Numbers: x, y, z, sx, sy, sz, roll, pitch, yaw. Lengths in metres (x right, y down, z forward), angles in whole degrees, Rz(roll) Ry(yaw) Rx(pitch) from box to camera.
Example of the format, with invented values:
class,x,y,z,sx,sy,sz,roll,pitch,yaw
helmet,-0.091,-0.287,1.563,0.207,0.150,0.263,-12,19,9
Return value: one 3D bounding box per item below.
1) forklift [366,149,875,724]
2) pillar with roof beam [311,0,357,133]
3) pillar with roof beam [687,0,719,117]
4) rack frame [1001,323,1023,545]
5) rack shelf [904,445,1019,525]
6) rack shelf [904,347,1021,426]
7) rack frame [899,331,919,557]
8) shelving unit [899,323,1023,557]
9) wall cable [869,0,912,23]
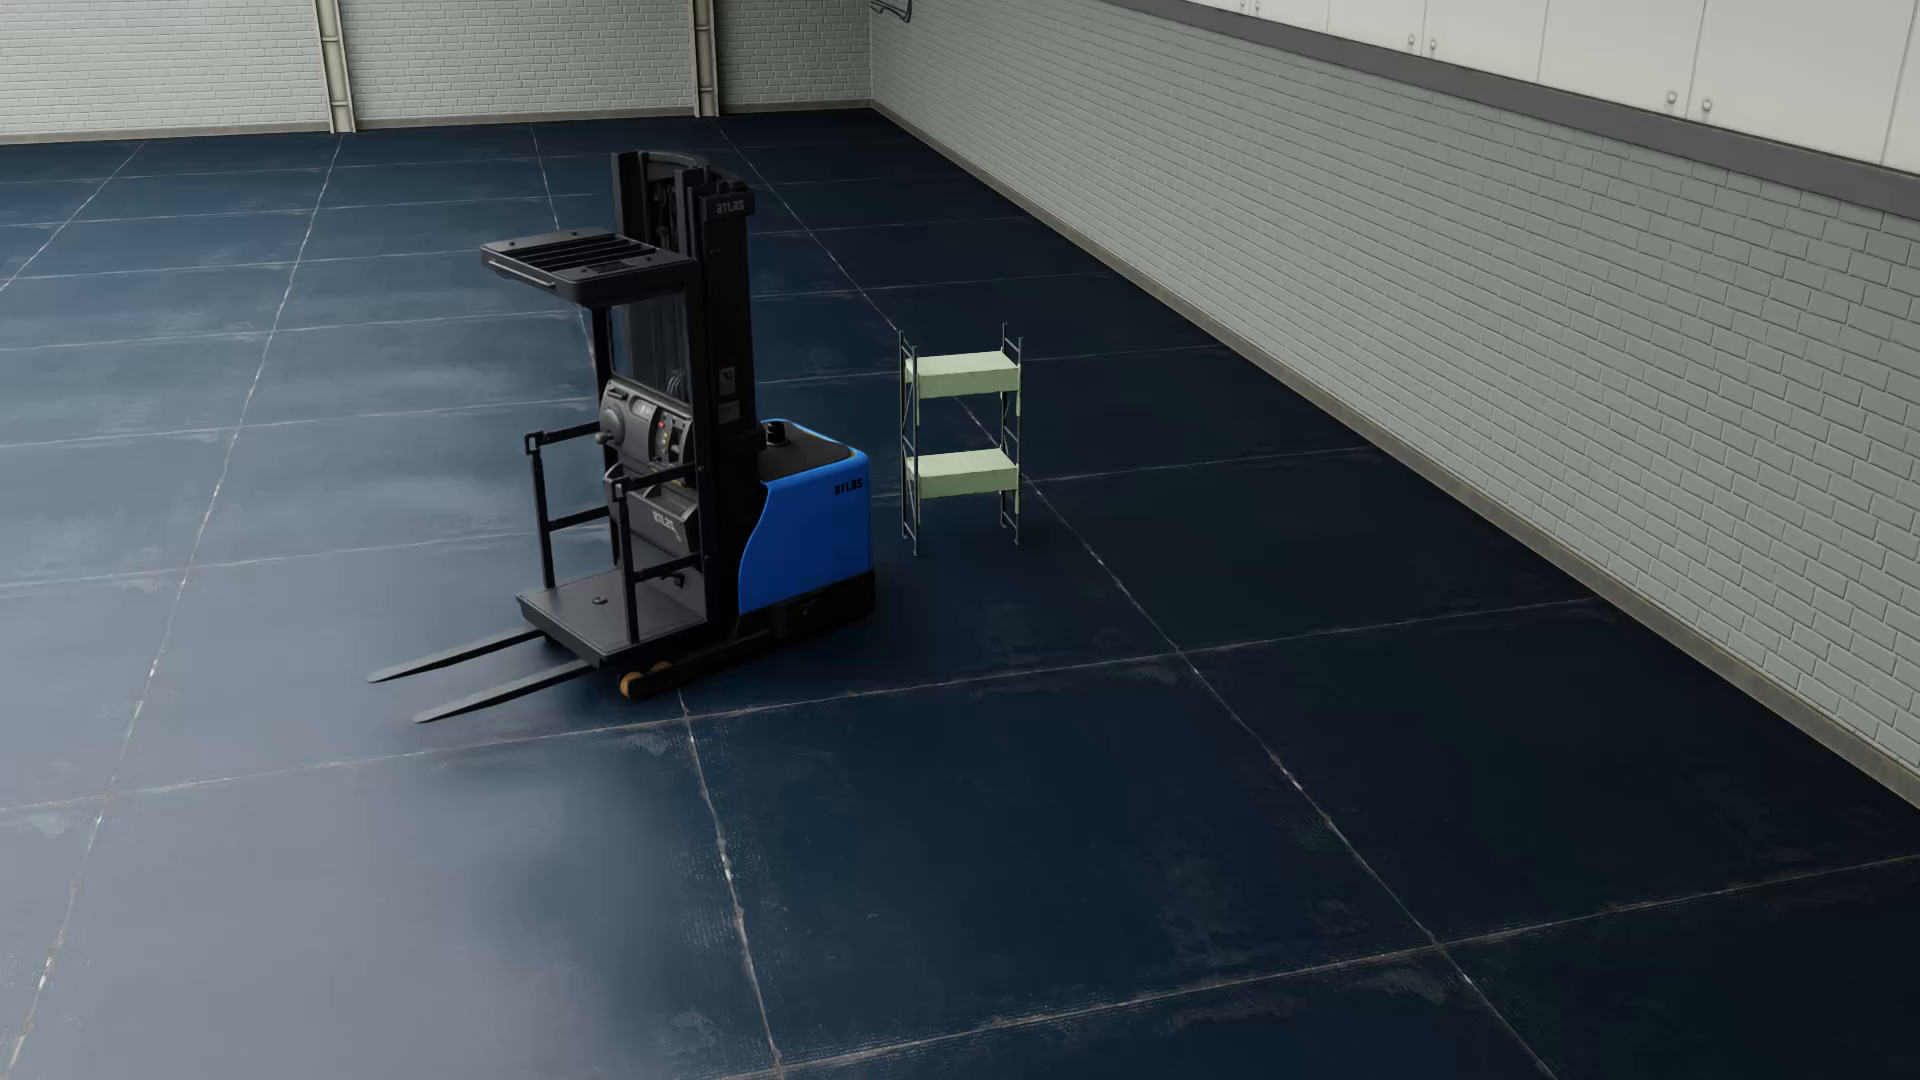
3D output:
class,x,y,z,sx,sy,sz,roll,pitch,yaw
forklift,-1.986,-0.652,9.552,3.031,2.935,1.130,-19,30,-37
pillar with roof beam,-9.031,-9.268,21.937,0.400,9.000,9.100,-6,24,-14
pillar with roof beam,-3.254,-9.907,23.426,0.400,9.000,9.100,-6,24,-14
rack frame,0.359,-0.729,11.547,0.023,1.500,0.400,-6,24,-14
rack shelf,0.006,-0.390,11.584,0.720,0.370,0.431,-6,24,-14
rack shelf,0.006,-1.049,11.302,0.720,0.370,0.431,-6,24,-14
rack frame,-0.346,-0.651,11.365,0.023,1.500,0.400,-6,24,-14
shelving unit,0.006,-0.690,11.456,0.755,1.500,0.431,-6,24,-14
wall cable,-1.223,-9.926,27.409,0.112,2.526,3.097,-6,24,-14
